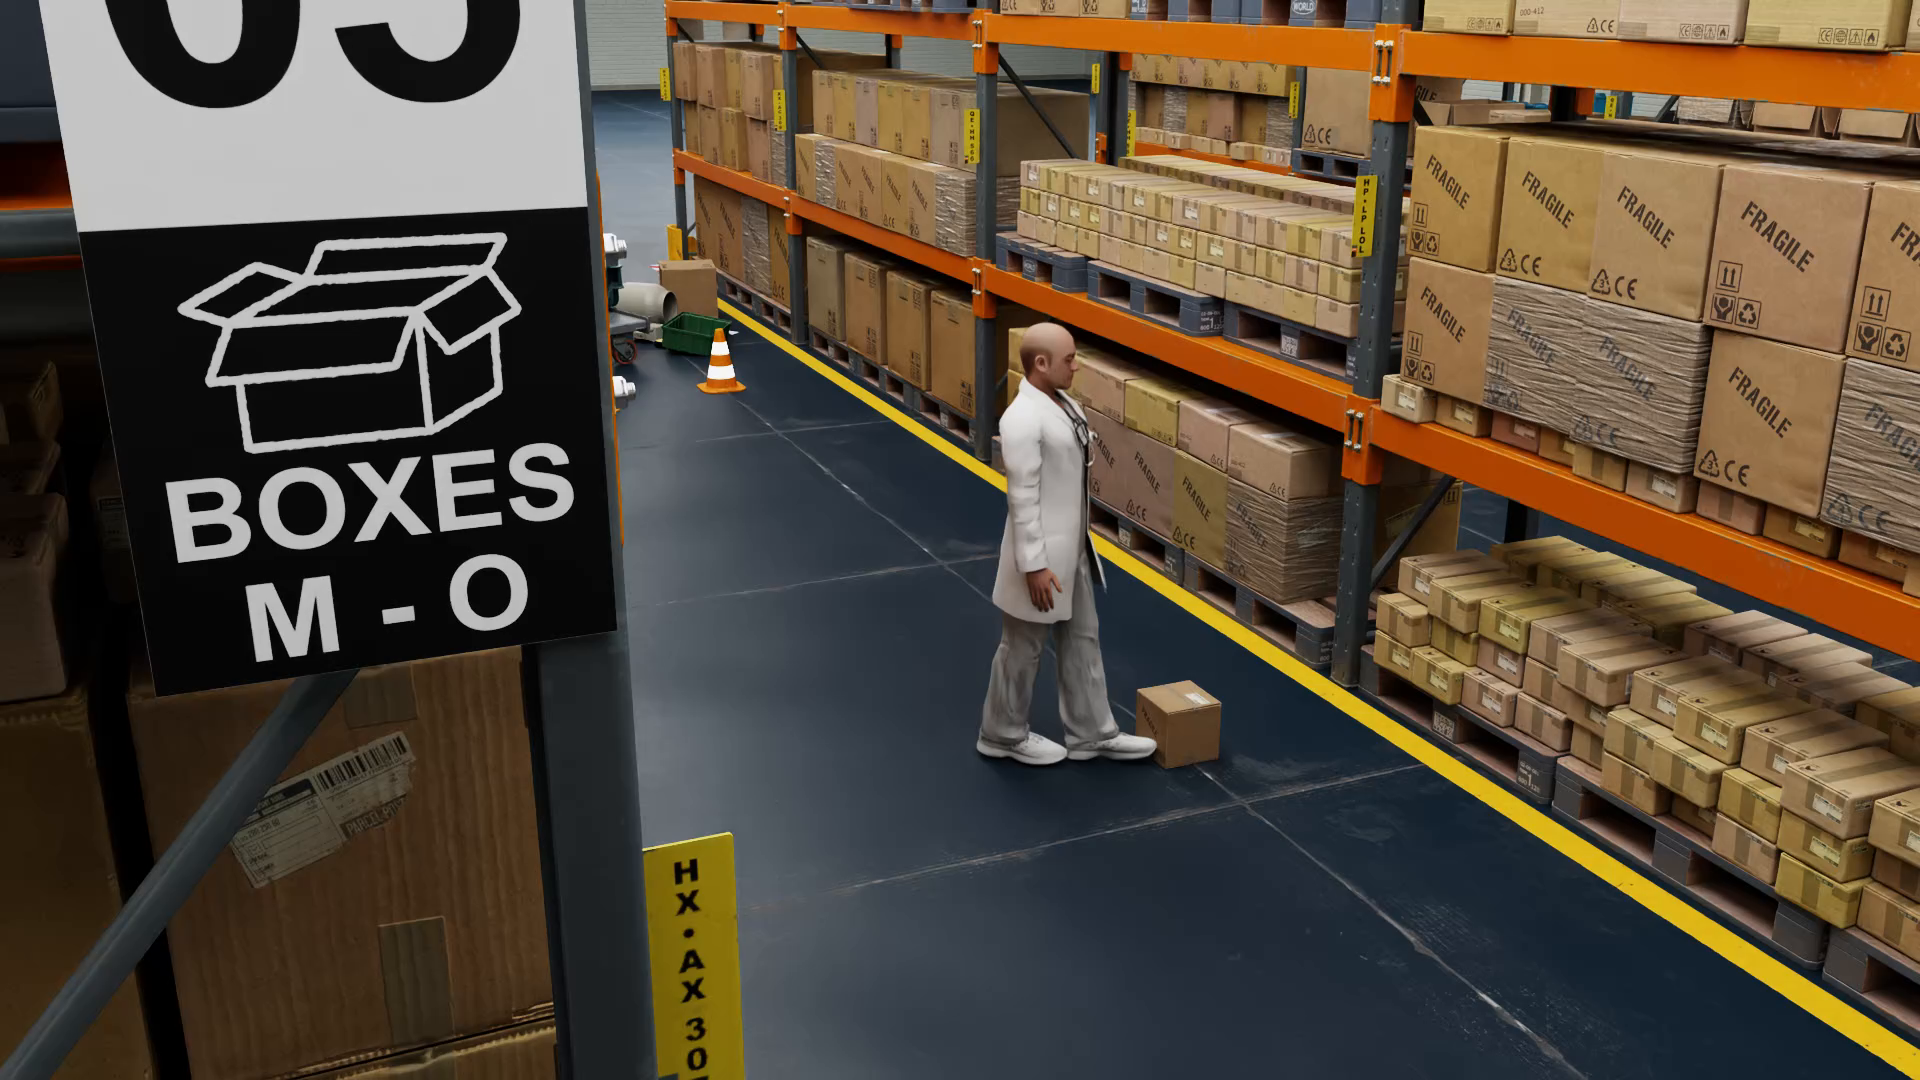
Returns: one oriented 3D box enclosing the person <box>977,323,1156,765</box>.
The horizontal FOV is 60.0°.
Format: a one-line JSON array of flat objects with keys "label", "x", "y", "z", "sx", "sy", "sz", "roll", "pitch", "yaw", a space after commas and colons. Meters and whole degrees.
[{"label": "person", "x": 0.419, "y": 0.043, "z": 6.425, "sx": 0.700, "sy": 1.770, "sz": 0.590, "roll": 7, "pitch": 20, "yaw": 19}]
